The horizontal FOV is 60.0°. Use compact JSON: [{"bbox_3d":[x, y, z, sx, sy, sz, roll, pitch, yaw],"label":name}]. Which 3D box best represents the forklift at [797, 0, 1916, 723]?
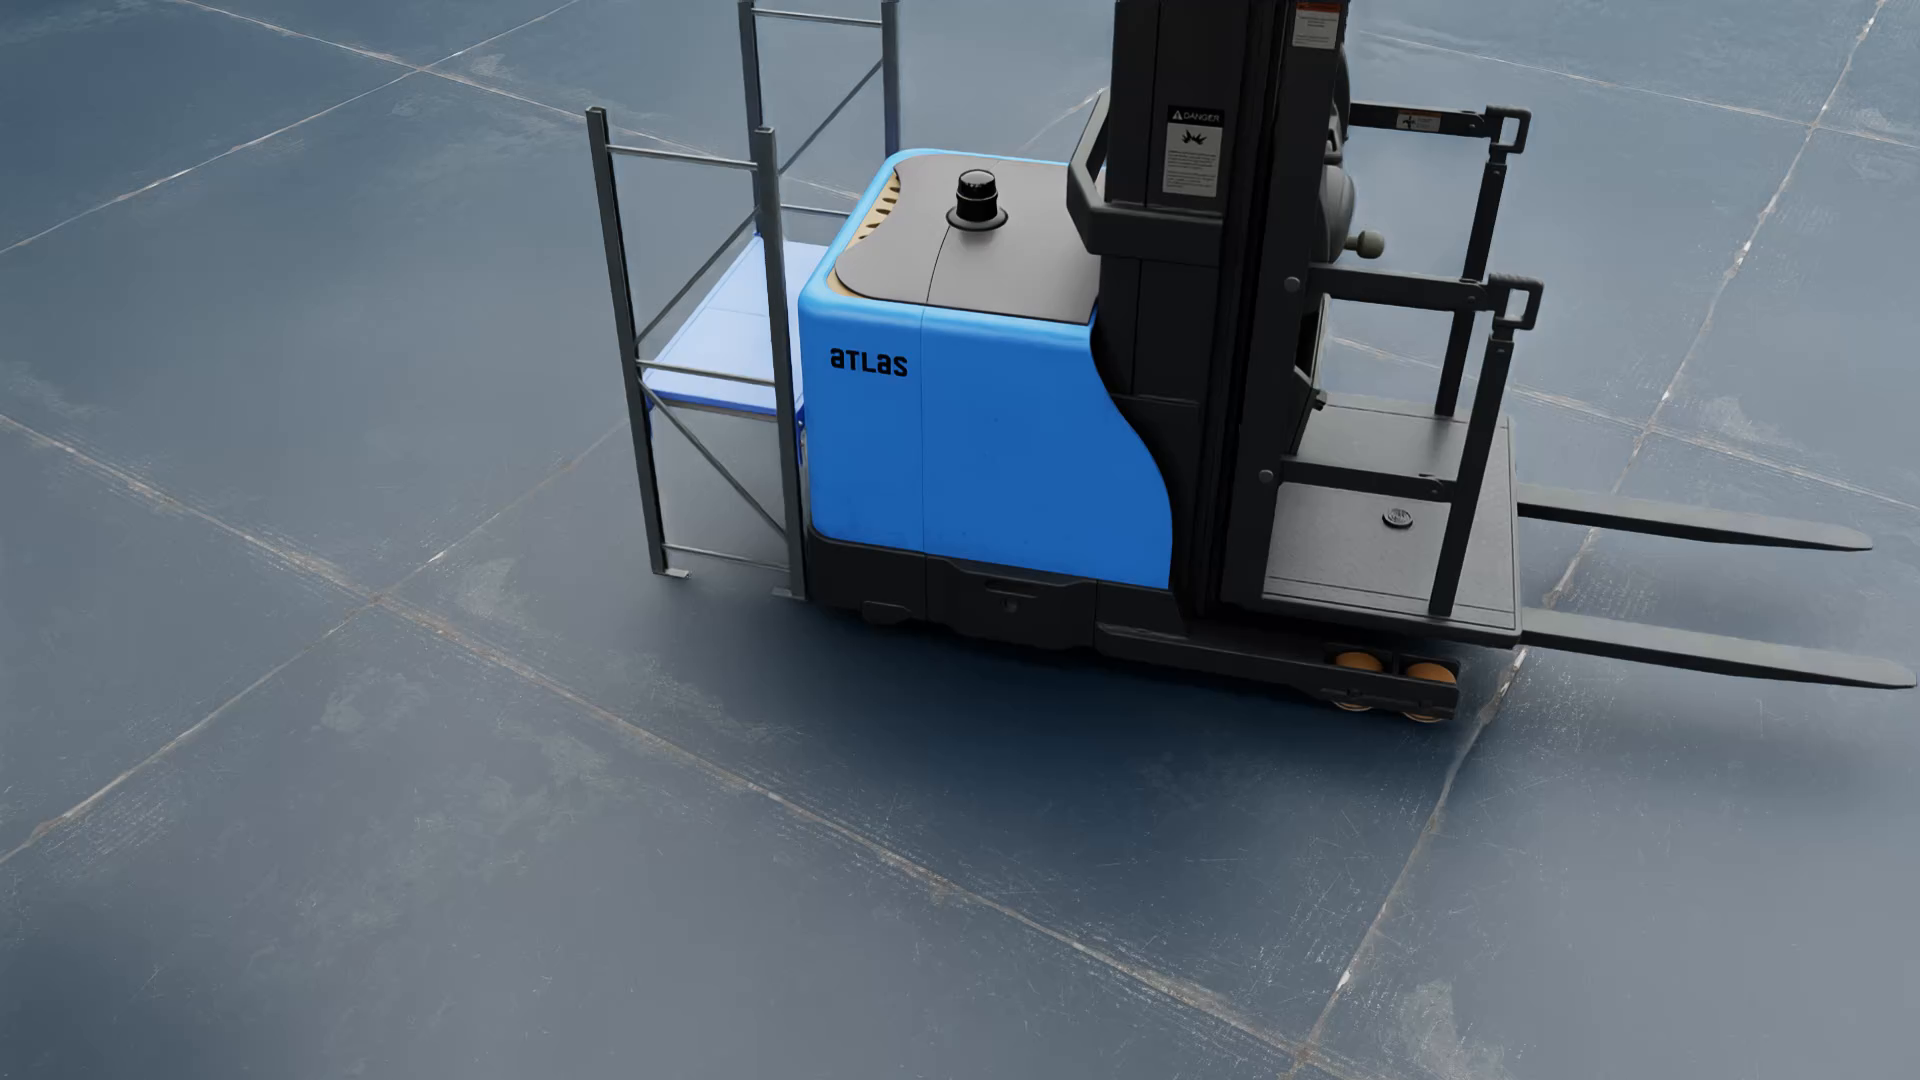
[{"bbox_3d":[1.131,-1.016,4.167,3.031,2.935,1.130,8,38,11],"label":"forklift"}]

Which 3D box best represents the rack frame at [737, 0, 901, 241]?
[{"bbox_3d":[-0.428,-1.057,5.392,0.500,1.500,0.032,10,39,12],"label":"rack frame"}]

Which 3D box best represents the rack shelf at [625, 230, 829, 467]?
[{"bbox_3d":[-0.565,-0.615,5.115,0.538,0.185,1.000,10,39,12],"label":"rack shelf"}]

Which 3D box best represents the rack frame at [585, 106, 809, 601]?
[{"bbox_3d":[-0.703,-0.459,4.617,0.500,1.500,0.032,10,39,12],"label":"rack frame"}]

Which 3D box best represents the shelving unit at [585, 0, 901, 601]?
[{"bbox_3d":[-0.565,-0.758,5.005,0.538,1.500,1.048,10,39,12],"label":"shelving unit"}]
